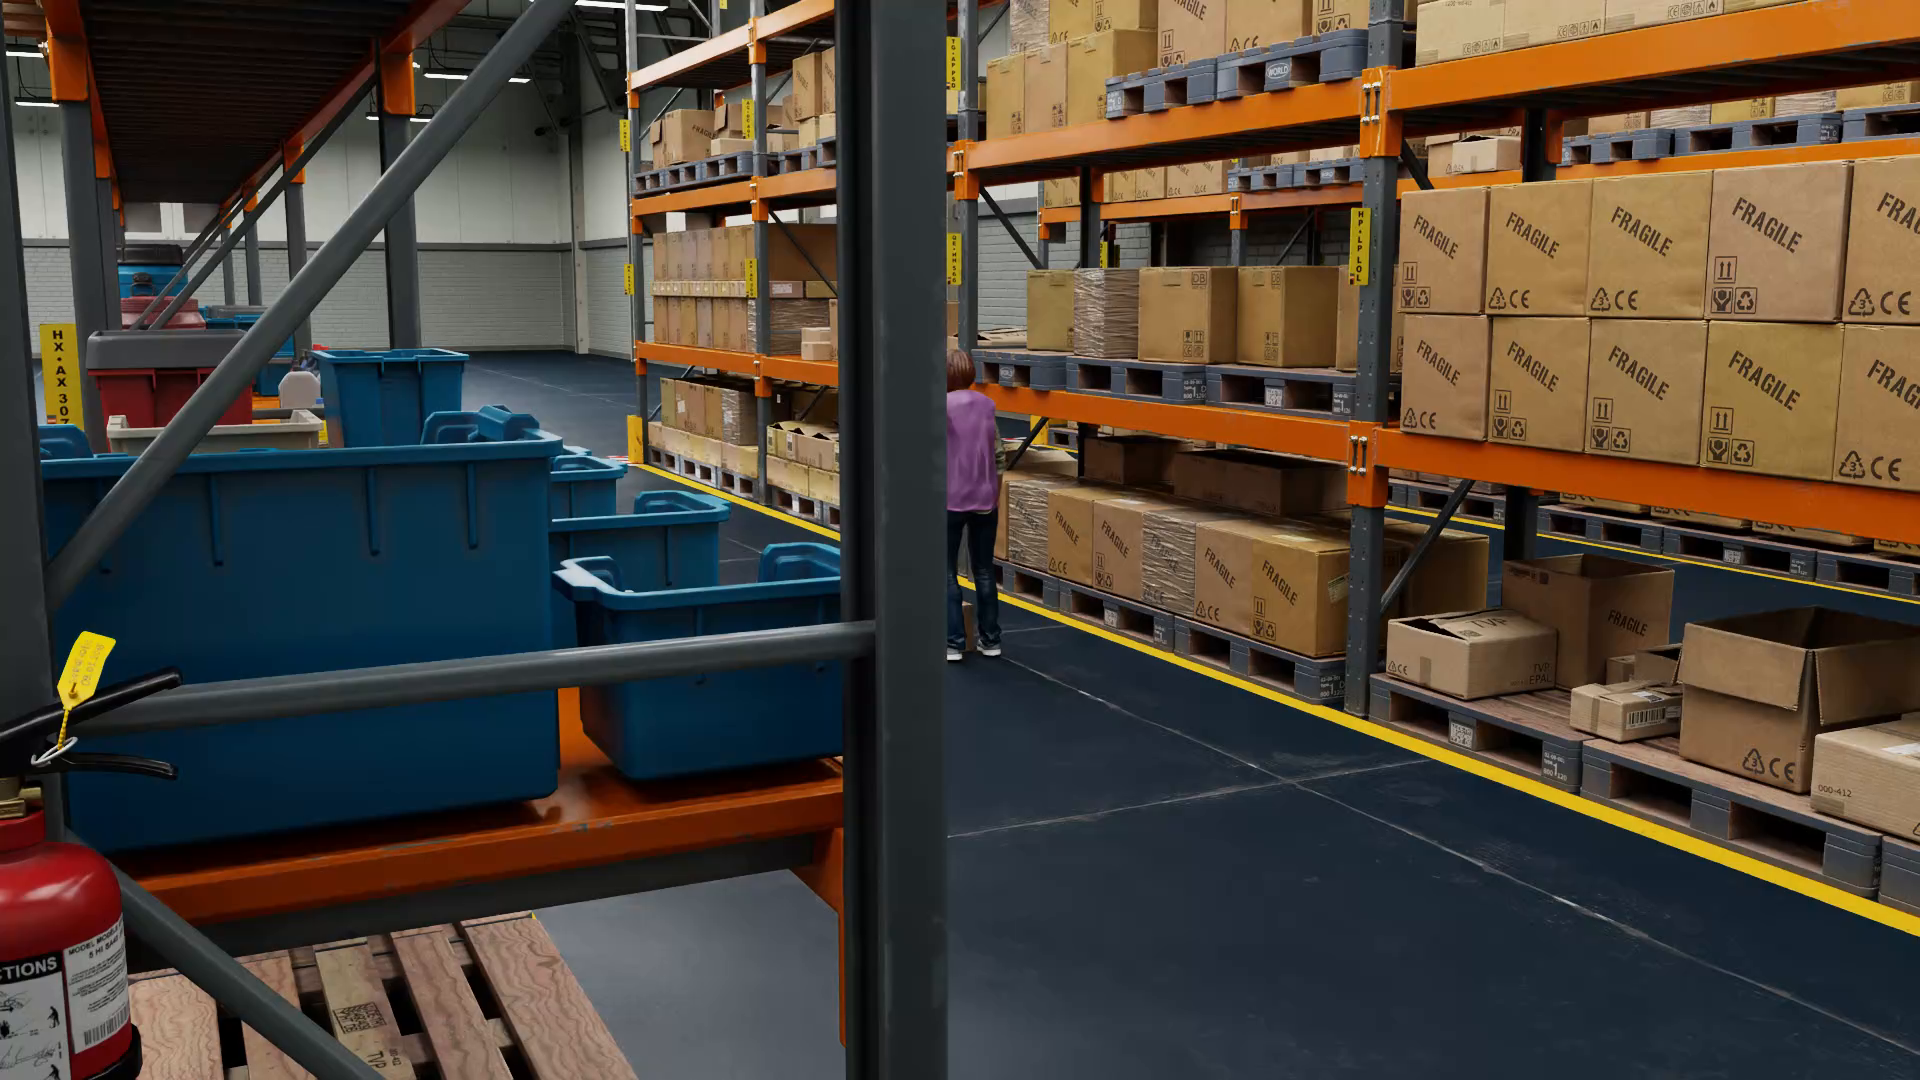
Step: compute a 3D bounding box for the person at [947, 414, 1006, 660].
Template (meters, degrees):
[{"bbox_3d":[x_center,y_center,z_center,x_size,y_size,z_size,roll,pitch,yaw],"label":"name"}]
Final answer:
[{"bbox_3d":[0.014,-0.057,8.554,0.461,1.351,0.321,-4,10,-25],"label":"person"}]
